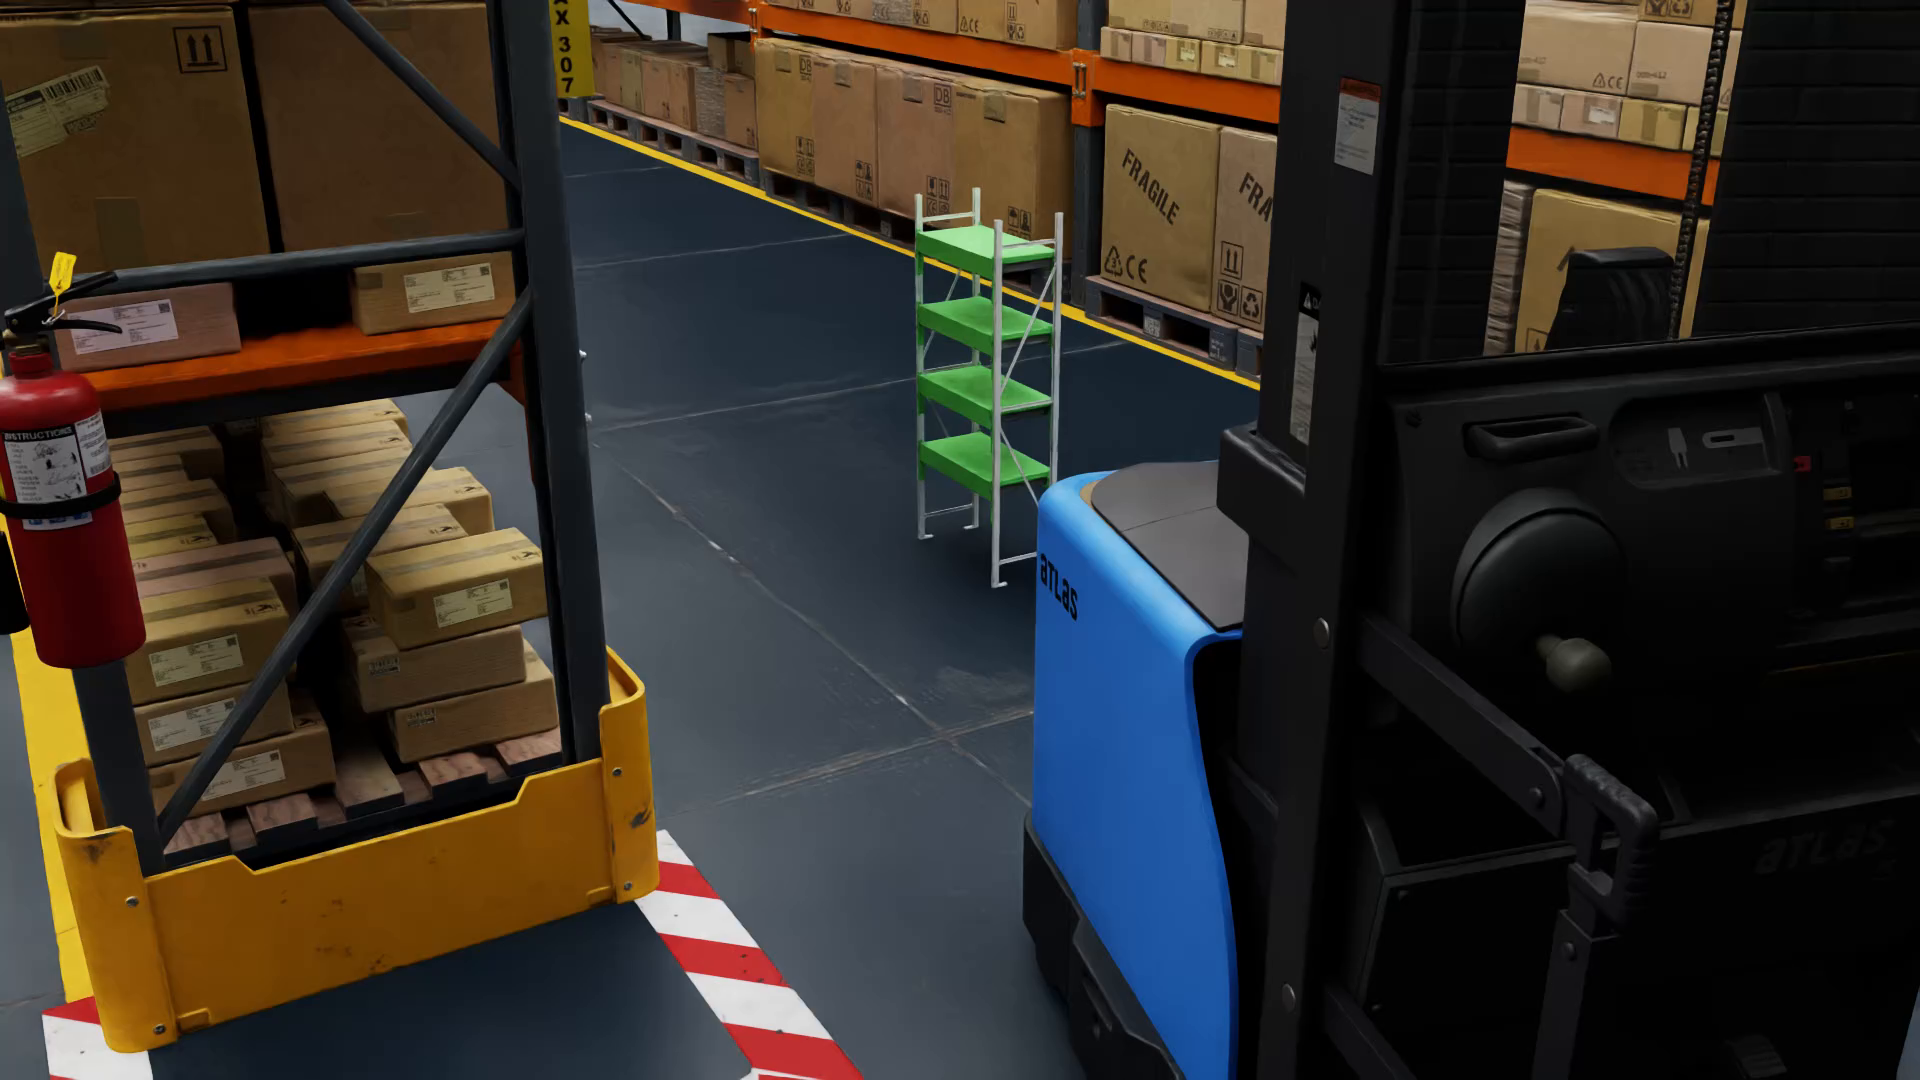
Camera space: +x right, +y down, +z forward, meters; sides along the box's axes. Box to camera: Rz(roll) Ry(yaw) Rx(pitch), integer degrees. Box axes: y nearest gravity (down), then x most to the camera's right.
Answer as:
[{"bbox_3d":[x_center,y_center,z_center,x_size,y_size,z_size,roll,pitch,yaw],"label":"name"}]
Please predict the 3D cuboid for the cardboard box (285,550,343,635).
[{"bbox_3d":[-1.562,0.104,4.406,0.380,0.149,0.250,-12,25,-28],"label":"cardboard box"}]

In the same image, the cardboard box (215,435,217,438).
[{"bbox_3d":[-2.491,-0.329,5.866,0.380,0.149,0.250,-13,26,-30],"label":"cardboard box"}]

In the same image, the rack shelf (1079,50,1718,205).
[{"bbox_3d":[2.071,-1.739,7.062,1.077,0.370,4.000,-13,25,-28],"label":"rack shelf"}]

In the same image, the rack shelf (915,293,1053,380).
[{"bbox_3d":[0.085,-0.665,5.387,0.258,0.148,0.480,-13,25,-28],"label":"rack shelf"}]

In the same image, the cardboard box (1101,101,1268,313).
[{"bbox_3d":[1.318,-1.701,8.277,0.875,0.875,0.875,-13,25,-28],"label":"cardboard box"}]

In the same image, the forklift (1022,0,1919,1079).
[{"bbox_3d":[1.034,-0.007,1.937,1.130,2.935,3.031,-6,23,-15],"label":"forklift"}]

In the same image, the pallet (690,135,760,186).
[{"bbox_3d":[-1.392,-2.976,12.854,1.003,0.211,1.213,-13,25,-28],"label":"pallet"}]

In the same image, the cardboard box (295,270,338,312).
[{"bbox_3d":[-1.272,-0.630,3.711,0.380,0.149,0.250,-12,25,-26],"label":"cardboard box"}]

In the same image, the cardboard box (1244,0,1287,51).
[{"bbox_3d":[1.584,-2.257,7.186,0.500,0.250,0.500,-12,25,-27],"label":"cardboard box"}]

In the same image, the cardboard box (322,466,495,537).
[{"bbox_3d":[-1.461,-0.061,4.415,0.380,0.149,0.250,-13,25,-28],"label":"cardboard box"}]

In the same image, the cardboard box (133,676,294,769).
[{"bbox_3d":[-1.738,0.369,3.755,0.380,0.149,0.250,-13,26,-30],"label":"cardboard box"}]

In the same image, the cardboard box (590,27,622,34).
[{"bbox_3d":[-3.506,-4.667,16.073,0.500,0.500,0.500,-5,23,-11],"label":"cardboard box"}]

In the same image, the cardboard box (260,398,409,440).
[{"bbox_3d":[-1.888,-0.311,5.030,0.380,0.149,0.250,-12,25,-27],"label":"cardboard box"}]

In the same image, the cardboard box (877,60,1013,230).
[{"bbox_3d":[0.248,-2.423,10.052,1.225,0.875,0.875,-14,26,-30],"label":"cardboard box"}]

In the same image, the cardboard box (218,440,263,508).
[{"bbox_3d":[-2.121,-0.237,5.244,0.380,0.149,0.250,-11,25,-26],"label":"cardboard box"}]

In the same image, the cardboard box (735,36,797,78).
[{"bbox_3d":[-1.362,-3.619,12.472,0.500,0.250,0.500,-11,25,-26],"label":"cardboard box"}]

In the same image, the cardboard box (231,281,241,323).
[{"bbox_3d":[-1.727,-0.526,3.457,0.380,0.149,0.250,-13,25,-28],"label":"cardboard box"}]

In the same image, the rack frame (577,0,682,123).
[{"bbox_3d":[-3.037,-5.310,14.891,1.000,3.000,0.127,-13,25,-28],"label":"rack frame"}]

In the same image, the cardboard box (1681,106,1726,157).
[{"bbox_3d":[2.628,-1.361,5.509,0.380,0.149,0.250,-12,25,-27],"label":"cardboard box"}]

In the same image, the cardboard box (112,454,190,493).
[{"bbox_3d":[-2.294,-0.100,4.512,0.380,0.149,0.250,-12,25,-26],"label":"cardboard box"}]

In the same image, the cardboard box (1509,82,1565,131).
[{"bbox_3d":[2.239,-1.607,6.116,0.380,0.149,0.250,-12,25,-27],"label":"cardboard box"}]

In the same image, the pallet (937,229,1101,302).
[{"bbox_3d":[0.591,-1.664,9.624,1.003,0.211,1.213,-13,25,-28],"label":"pallet"}]

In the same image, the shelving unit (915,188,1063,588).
[{"bbox_3d":[0.085,-0.502,5.454,0.258,1.200,0.503,-13,25,-28],"label":"shelving unit"}]

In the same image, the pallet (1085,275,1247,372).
[{"bbox_3d":[1.371,-1.167,8.402,1.003,0.211,1.213,-13,25,-28],"label":"pallet"}]

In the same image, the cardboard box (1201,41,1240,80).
[{"bbox_3d":[1.320,-2.189,7.547,0.380,0.149,0.250,-13,26,-30],"label":"cardboard box"}]

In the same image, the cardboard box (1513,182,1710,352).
[{"bbox_3d":[2.697,-0.827,6.127,0.875,0.875,0.875,-13,25,-28],"label":"cardboard box"}]

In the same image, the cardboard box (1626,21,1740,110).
[{"bbox_3d":[2.617,-1.599,5.567,0.500,0.250,0.500,-13,26,-29],"label":"cardboard box"}]

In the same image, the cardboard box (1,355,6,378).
[{"bbox_3d":[-3.356,-0.631,6.215,0.380,0.149,0.250,-11,25,-26],"label":"cardboard box"}]

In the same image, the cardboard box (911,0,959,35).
[{"bbox_3d":[0.056,-3.195,9.554,0.500,0.500,0.500,-13,25,-29],"label":"cardboard box"}]

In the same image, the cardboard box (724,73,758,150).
[{"bbox_3d":[-1.353,-3.274,12.618,0.700,0.500,0.500,-14,26,-31],"label":"cardboard box"}]

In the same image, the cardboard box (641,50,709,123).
[{"bbox_3d":[-2.228,-3.814,13.946,0.700,0.500,0.500,-15,27,-33],"label":"cardboard box"}]

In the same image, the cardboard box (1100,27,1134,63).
[{"bbox_3d":[0.915,-2.444,8.174,0.380,0.149,0.250,-13,25,-28],"label":"cardboard box"}]

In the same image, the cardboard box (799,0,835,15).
[{"bbox_3d":[-0.714,-3.685,10.761,0.500,0.500,0.500,-13,26,-30],"label":"cardboard box"}]

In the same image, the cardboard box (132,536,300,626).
[{"bbox_3d":[-1.790,0.132,3.942,0.380,0.149,0.250,-12,25,-27],"label":"cardboard box"}]

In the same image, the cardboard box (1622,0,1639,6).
[{"bbox_3d":[2.824,-2.210,6.073,0.500,0.500,0.500,-13,26,-30],"label":"cardboard box"}]

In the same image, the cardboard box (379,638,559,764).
[{"bbox_3d":[-1.215,0.391,4.094,0.380,0.149,0.250,-12,25,-27],"label":"cardboard box"}]

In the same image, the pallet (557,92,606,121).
[{"bbox_3d":[-3.410,-4.229,15.934,1.003,0.211,1.213,-13,25,-28],"label":"pallet"}]

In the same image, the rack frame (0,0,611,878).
[{"bbox_3d":[-1.223,-0.504,3.068,1.000,3.000,0.127,-13,25,-28],"label":"rack frame"}]

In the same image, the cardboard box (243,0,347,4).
[{"bbox_3d":[-1.224,-1.348,3.288,0.500,0.500,0.500,-13,25,-29],"label":"cardboard box"}]

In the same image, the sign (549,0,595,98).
[{"bbox_3d":[-0.756,-1.009,3.161,0.100,0.325,0.005,-13,25,-28],"label":"sign"}]

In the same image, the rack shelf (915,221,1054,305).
[{"bbox_3d":[0.085,-0.888,5.297,0.258,0.148,0.480,-13,25,-28],"label":"rack shelf"}]
